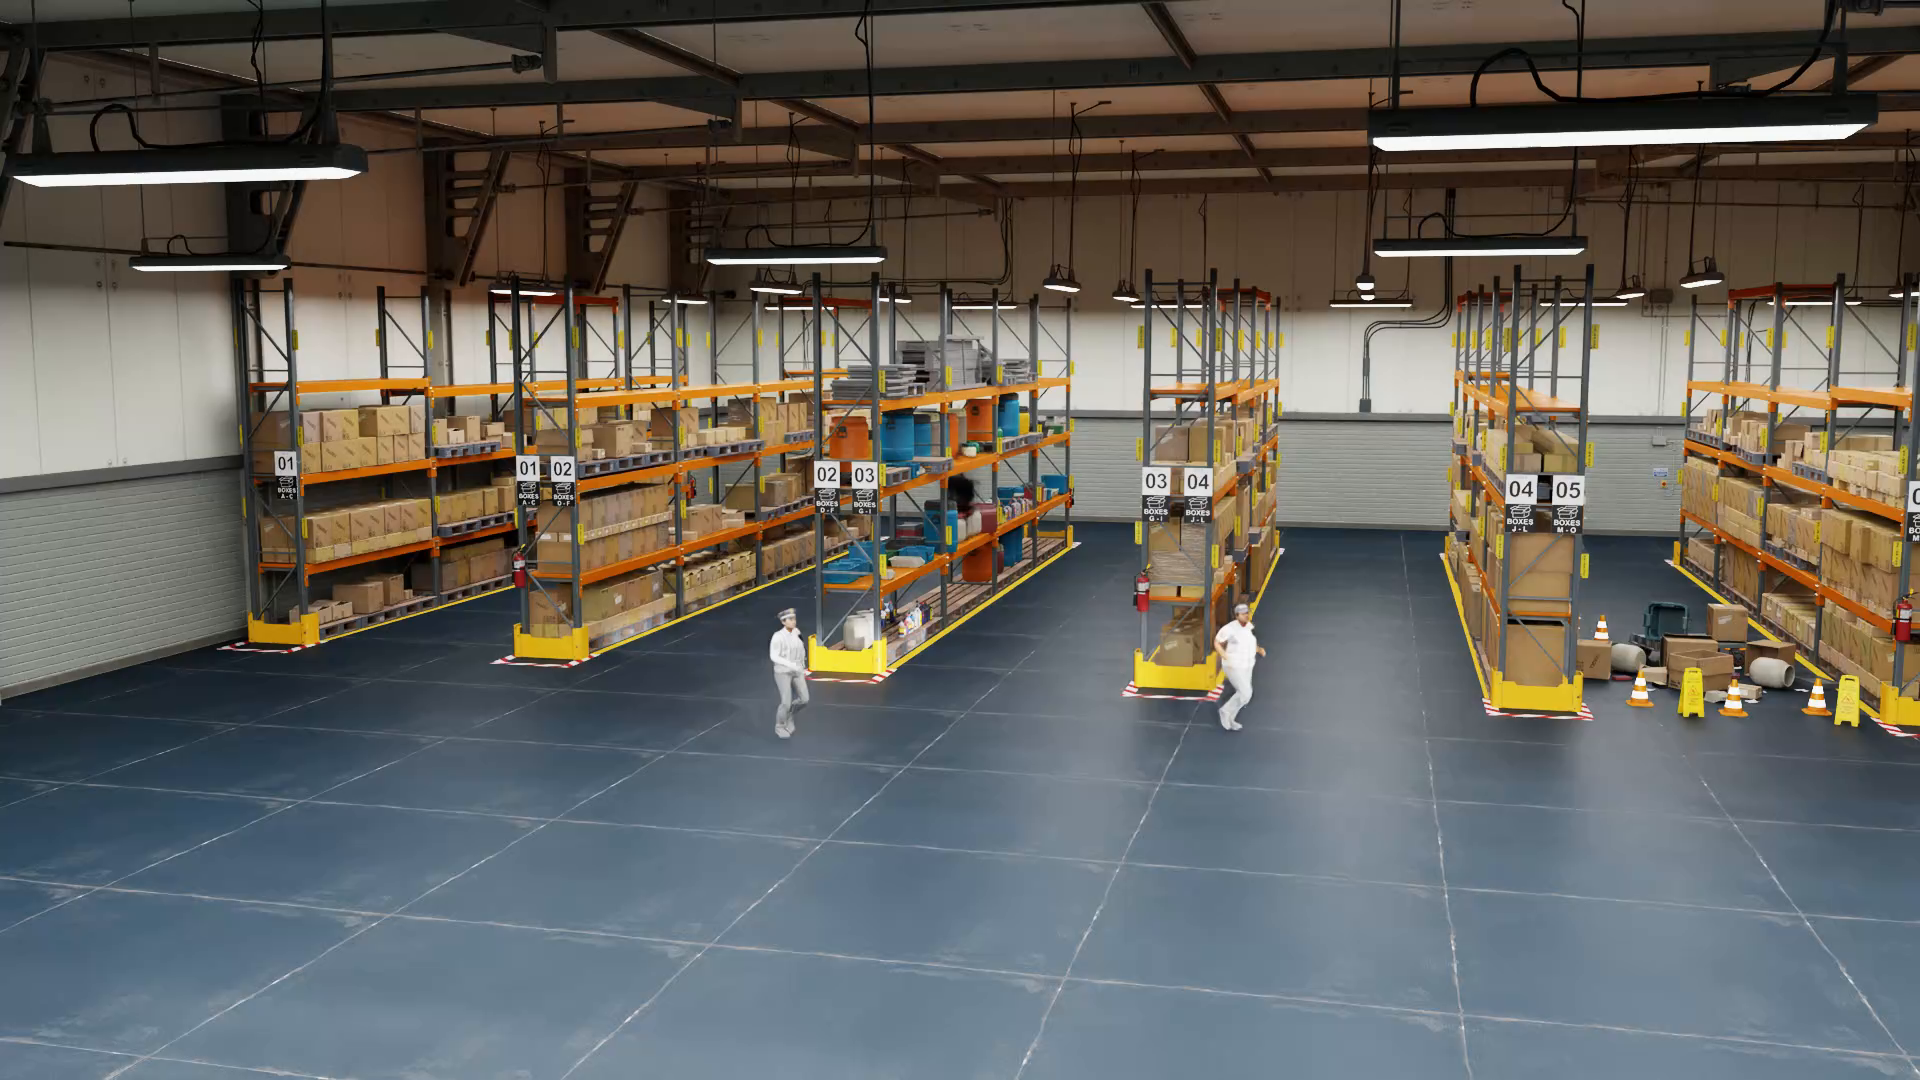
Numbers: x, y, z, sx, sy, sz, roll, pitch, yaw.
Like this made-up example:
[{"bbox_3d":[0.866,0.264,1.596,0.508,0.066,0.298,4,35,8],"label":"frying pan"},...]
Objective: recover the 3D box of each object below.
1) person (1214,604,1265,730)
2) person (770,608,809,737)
[{"bbox_3d":[3.631,1.632,21.374,0.586,1.633,0.592,-6,9,-39],"label":"person"},{"bbox_3d":[-2.109,1.669,20.960,0.575,1.657,0.644,7,9,44],"label":"person"}]
